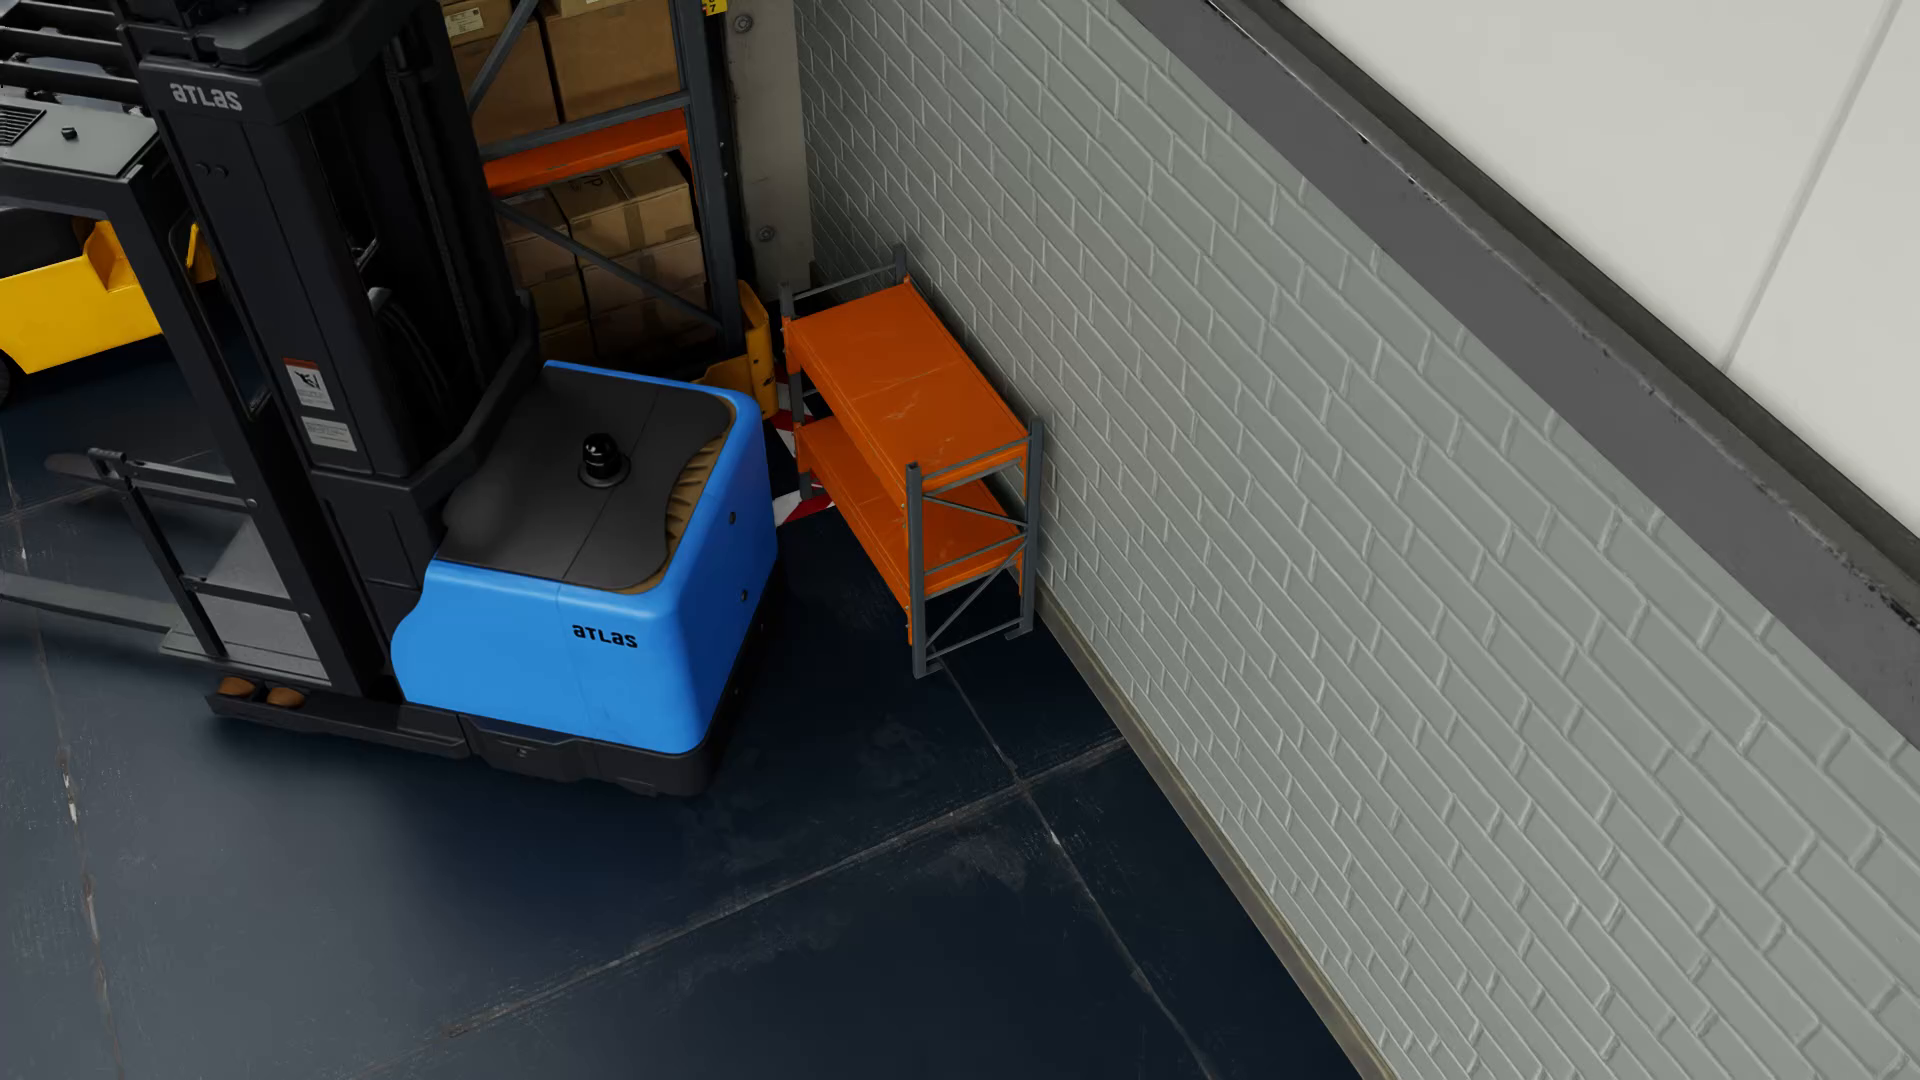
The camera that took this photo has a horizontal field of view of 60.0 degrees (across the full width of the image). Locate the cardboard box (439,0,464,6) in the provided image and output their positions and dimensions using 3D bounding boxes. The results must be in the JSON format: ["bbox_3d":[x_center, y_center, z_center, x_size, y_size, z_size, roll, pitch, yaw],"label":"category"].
[{"bbox_3d":[-1.714,-1.976,5.683,0.380,0.149,0.250,-21,52,-17],"label":"cardboard box"}]

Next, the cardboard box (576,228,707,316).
[{"bbox_3d":[-1.394,-1.248,6.957,0.500,0.250,0.500,-20,52,-17],"label":"cardboard box"}]

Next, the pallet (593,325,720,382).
[{"bbox_3d":[-1.750,-1.043,7.415,1.003,0.211,1.213,-21,52,-18],"label":"pallet"}]

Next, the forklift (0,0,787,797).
[{"bbox_3d":[-2.235,-0.655,5.269,3.031,2.935,1.130,10,50,9],"label":"forklift"}]

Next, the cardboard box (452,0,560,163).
[{"bbox_3d":[-1.822,-1.736,6.102,0.500,0.500,0.500,-22,52,-18],"label":"cardboard box"}]

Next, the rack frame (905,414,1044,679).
[{"bbox_3d":[0.051,0.050,5.851,0.500,1.125,0.032,-22,52,-18],"label":"rack frame"}]

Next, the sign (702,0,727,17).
[{"bbox_3d":[-0.867,-1.962,5.738,0.100,0.325,0.005,-21,52,-18],"label":"sign"}]

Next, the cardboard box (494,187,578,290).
[{"bbox_3d":[-1.851,-1.227,6.606,0.500,0.250,0.500,-20,52,-16],"label":"cardboard box"}]

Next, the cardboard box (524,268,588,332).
[{"bbox_3d":[-1.864,-1.080,6.810,0.500,0.250,0.500,-22,52,-18],"label":"cardboard box"}]

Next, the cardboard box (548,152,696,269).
[{"bbox_3d":[-1.415,-1.413,6.769,0.500,0.250,0.500,-22,52,-18],"label":"cardboard box"}]

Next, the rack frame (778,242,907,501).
[{"bbox_3d":[-0.426,-0.626,6.442,0.500,1.125,0.032,-22,52,-18],"label":"rack frame"}]

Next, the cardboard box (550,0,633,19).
[{"bbox_3d":[-1.288,-2.027,5.925,0.380,0.149,0.250,-22,53,-18],"label":"cardboard box"}]

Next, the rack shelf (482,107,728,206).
[{"bbox_3d":[-2.278,-2.566,7.372,1.077,0.370,4.000,-21,52,-18],"label":"rack shelf"}]

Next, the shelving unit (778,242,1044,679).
[{"bbox_3d":[-0.187,-0.288,6.147,0.538,1.125,1.048,-22,52,-18],"label":"shelving unit"}]

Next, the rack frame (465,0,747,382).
[{"bbox_3d":[-1.363,-1.464,5.930,1.000,3.000,0.127,-21,52,-18],"label":"rack frame"}]

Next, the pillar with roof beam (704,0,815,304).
[{"bbox_3d":[-4.708,-2.733,3.054,9.100,9.000,0.400,-21,52,-18],"label":"pillar with roof beam"}]

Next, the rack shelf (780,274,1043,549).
[{"bbox_3d":[-0.187,-0.480,5.927,0.538,0.278,1.000,-22,52,-18],"label":"rack shelf"}]

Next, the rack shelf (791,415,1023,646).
[{"bbox_3d":[-0.187,-0.127,6.331,0.538,0.278,1.000,-22,52,-18],"label":"rack shelf"}]

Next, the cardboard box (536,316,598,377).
[{"bbox_3d":[-1.859,-0.903,6.987,0.500,0.250,0.500,-21,52,-17],"label":"cardboard box"}]

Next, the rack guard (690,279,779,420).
[{"bbox_3d":[-1.352,-0.625,6.857,1.175,0.500,0.348,-21,52,-18],"label":"rack guard"}]

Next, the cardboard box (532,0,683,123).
[{"bbox_3d":[-1.343,-1.924,6.266,0.500,0.500,0.500,-20,52,-16],"label":"cardboard box"}]

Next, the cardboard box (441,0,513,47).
[{"bbox_3d":[-1.771,-1.846,5.767,0.380,0.149,0.250,-20,52,-17],"label":"cardboard box"}]

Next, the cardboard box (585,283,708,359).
[{"bbox_3d":[-1.414,-1.093,7.154,0.500,0.250,0.500,-21,52,-17],"label":"cardboard box"}]

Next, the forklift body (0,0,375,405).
[{"bbox_3d":[-3.853,-1.825,6.810,2.313,2.155,1.214,-21,52,-18],"label":"forklift body"}]
